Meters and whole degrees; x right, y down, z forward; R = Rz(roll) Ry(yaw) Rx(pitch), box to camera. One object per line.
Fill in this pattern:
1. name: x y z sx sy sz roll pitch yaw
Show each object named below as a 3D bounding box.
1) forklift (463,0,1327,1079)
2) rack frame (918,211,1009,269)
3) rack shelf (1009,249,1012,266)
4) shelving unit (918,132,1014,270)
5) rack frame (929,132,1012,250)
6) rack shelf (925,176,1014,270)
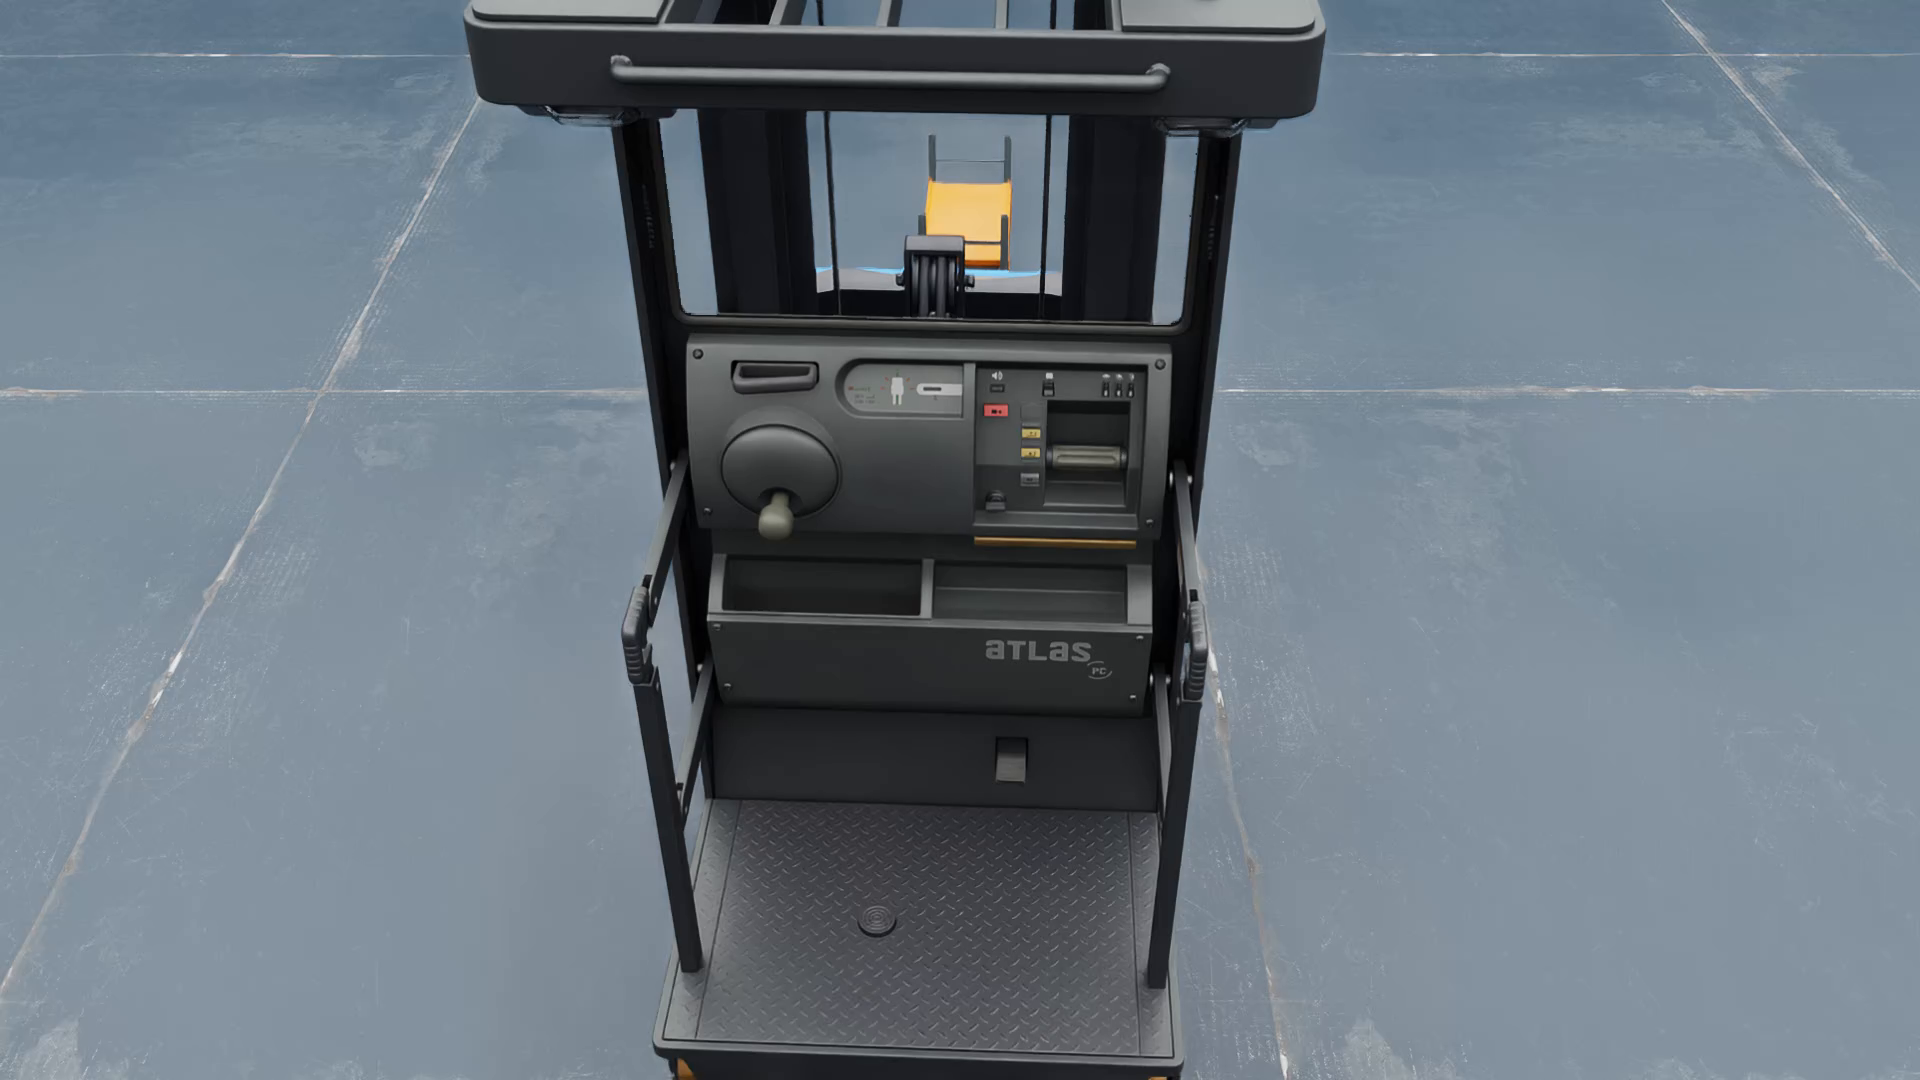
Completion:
1. forklift: -0.069 -0.115 3.049 1.130 2.935 3.031 1 39 2
2. rack frame: 0.010 -0.398 4.788 0.240 1.200 0.015 1 39 2
3. rack shelf: 0.020 -0.673 4.880 0.258 0.148 0.480 1 39 2
4. shelving unit: 0.020 -0.551 4.978 0.258 1.200 0.503 1 39 2
5. rack frame: 0.030 -0.703 5.168 0.240 1.200 0.015 1 39 2
6. rack shelf: 0.020 -0.857 4.732 0.258 0.148 0.480 1 39 2
